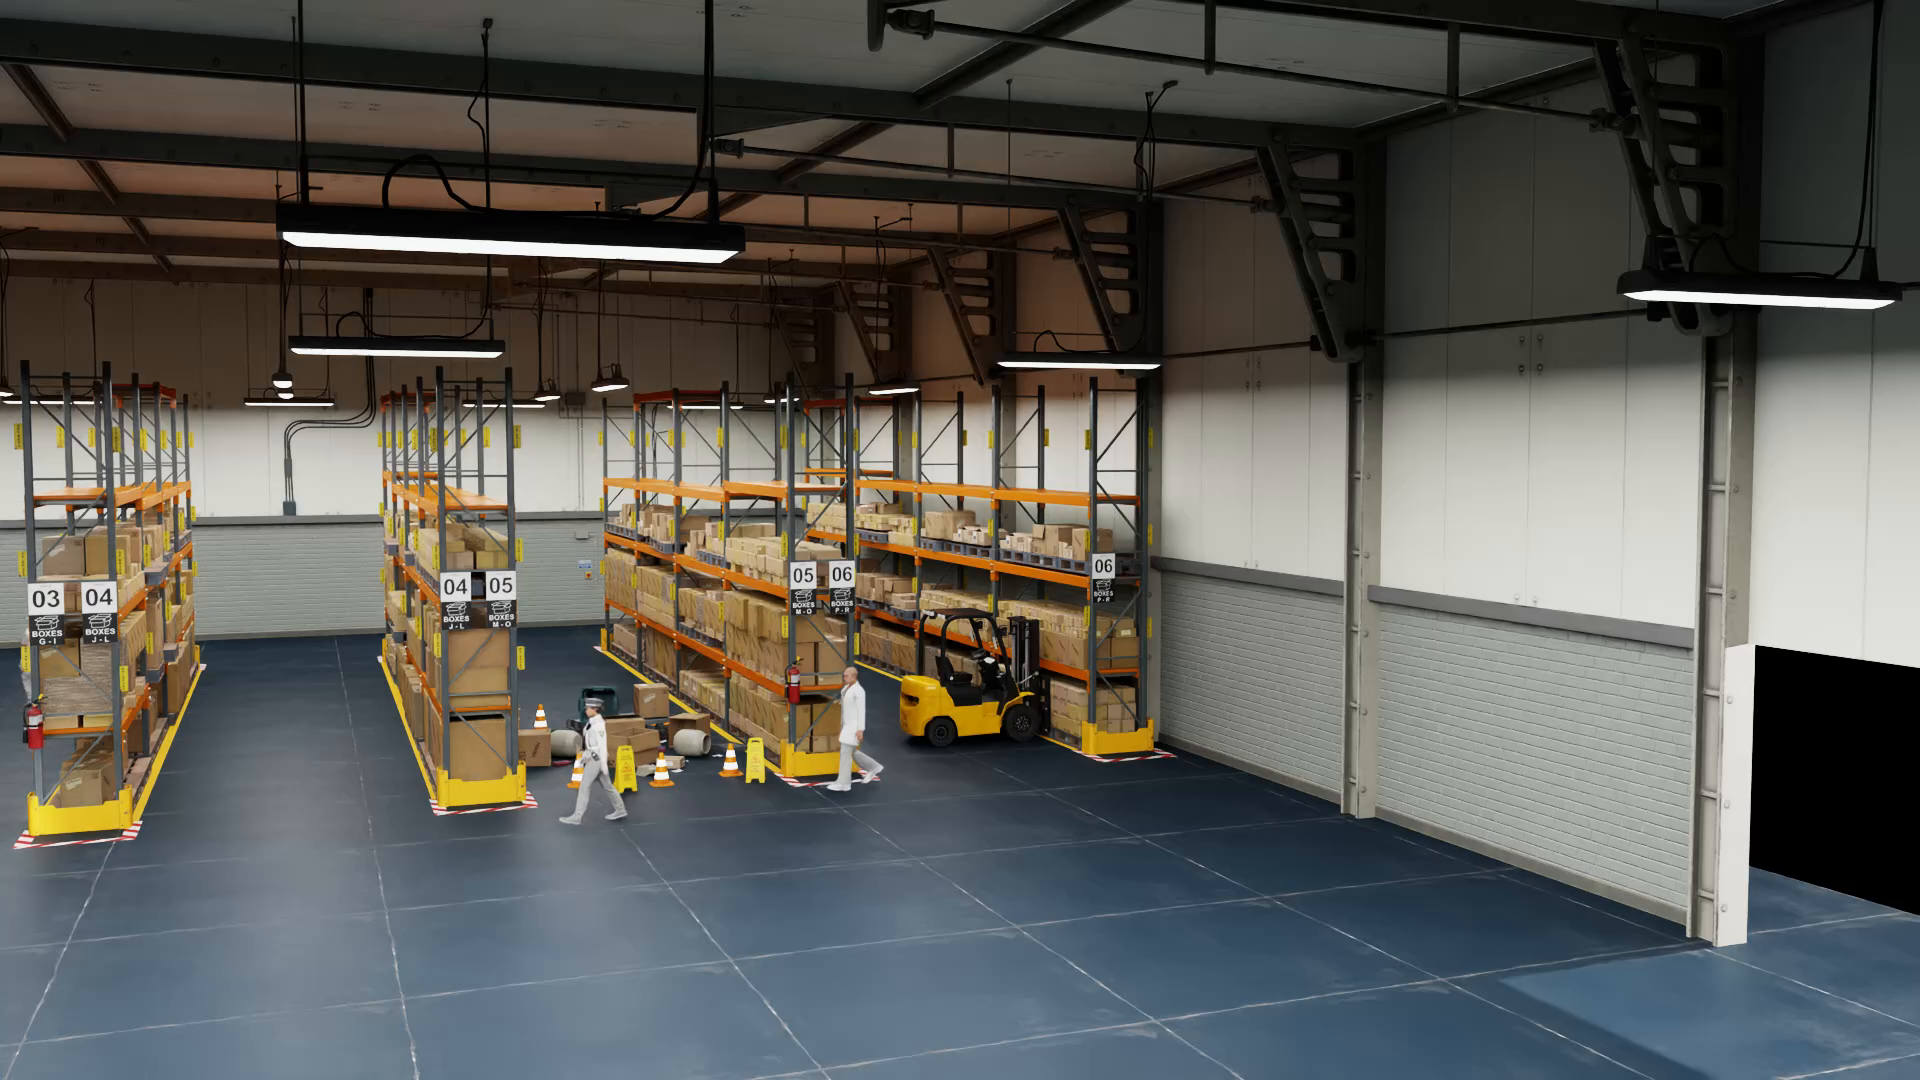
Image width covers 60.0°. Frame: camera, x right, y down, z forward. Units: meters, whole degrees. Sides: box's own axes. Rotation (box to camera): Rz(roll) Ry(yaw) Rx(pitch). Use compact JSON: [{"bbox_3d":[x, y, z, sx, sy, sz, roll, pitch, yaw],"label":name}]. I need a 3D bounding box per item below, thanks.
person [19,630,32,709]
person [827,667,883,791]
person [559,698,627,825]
[{"bbox_3d":[-17.047,2.254,30.733,0.604,1.780,0.477,-2,4,-34],"label":"person"},{"bbox_3d":[-1.502,2.689,23.848,0.916,1.760,0.628,-1,4,-22],"label":"person"},{"bbox_3d":[-4.801,2.871,21.724,0.866,1.632,0.491,-1,4,-12],"label":"person"}]
